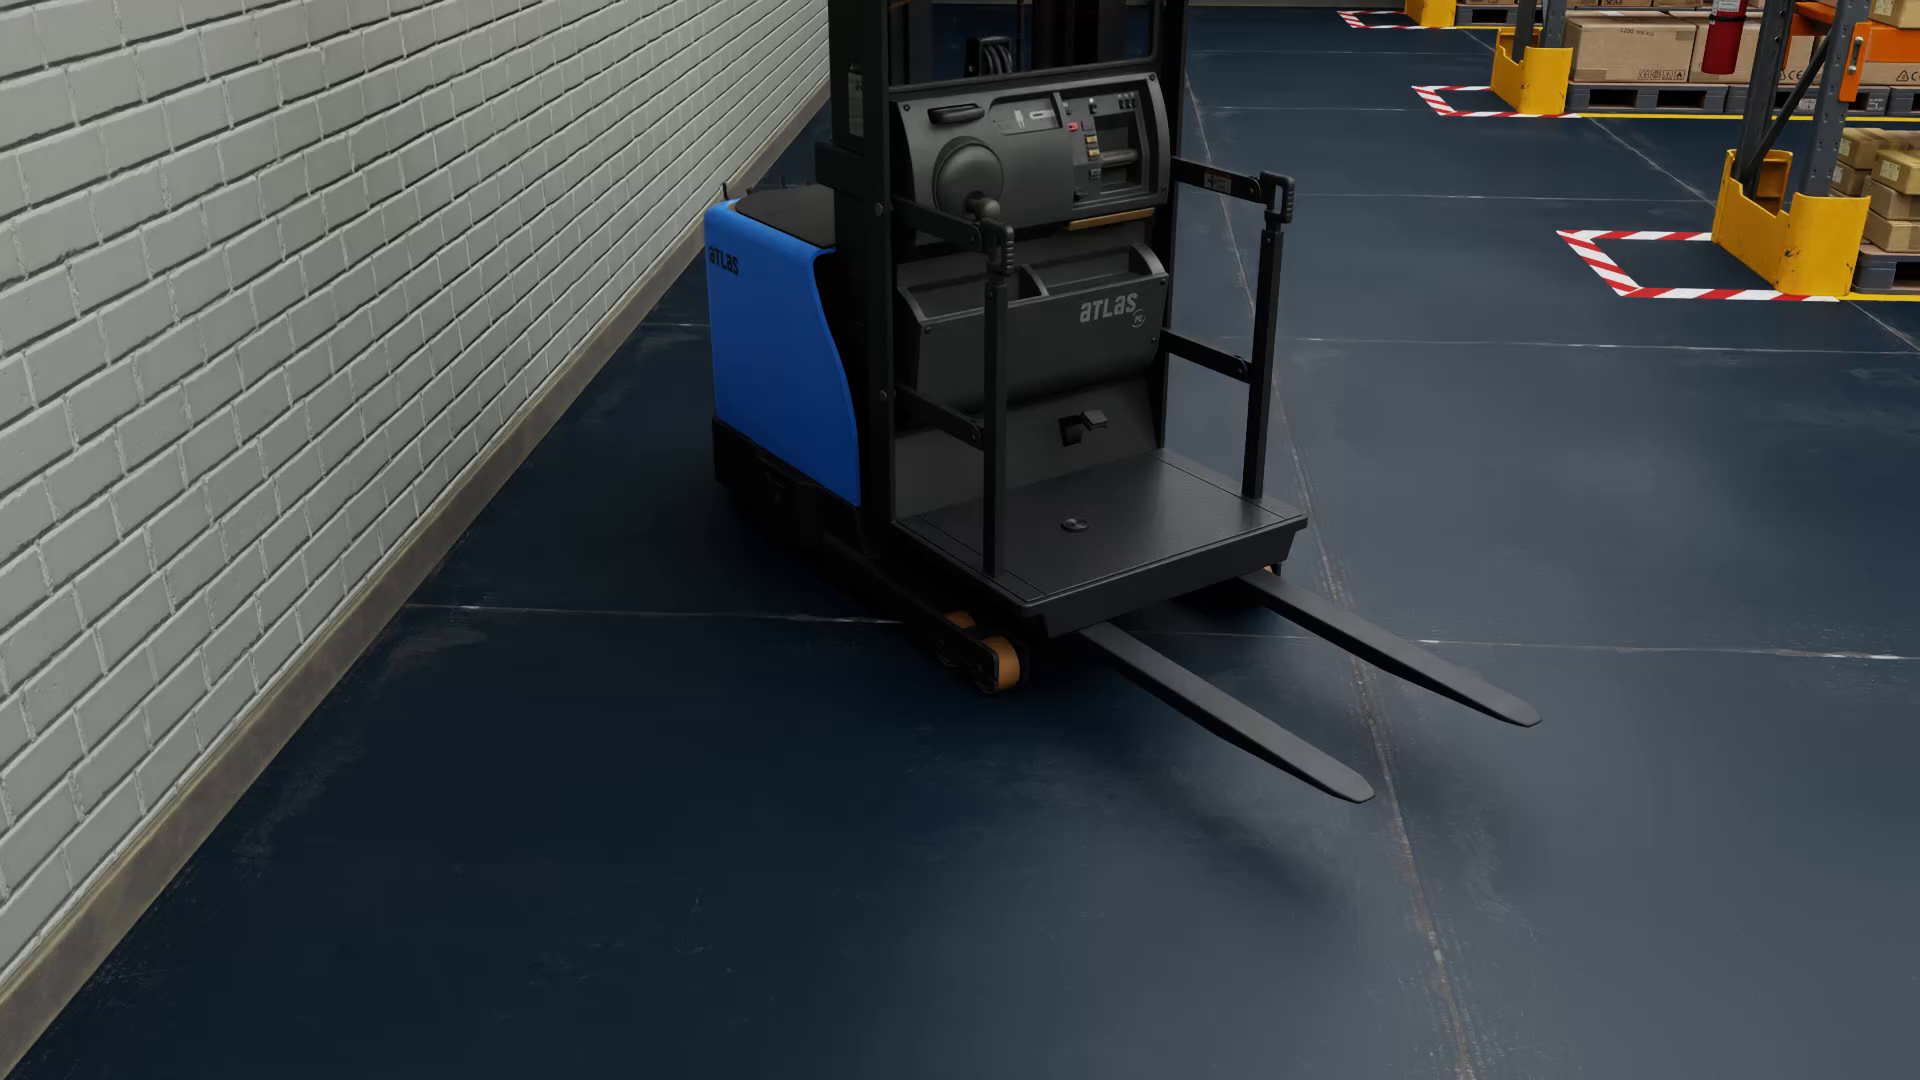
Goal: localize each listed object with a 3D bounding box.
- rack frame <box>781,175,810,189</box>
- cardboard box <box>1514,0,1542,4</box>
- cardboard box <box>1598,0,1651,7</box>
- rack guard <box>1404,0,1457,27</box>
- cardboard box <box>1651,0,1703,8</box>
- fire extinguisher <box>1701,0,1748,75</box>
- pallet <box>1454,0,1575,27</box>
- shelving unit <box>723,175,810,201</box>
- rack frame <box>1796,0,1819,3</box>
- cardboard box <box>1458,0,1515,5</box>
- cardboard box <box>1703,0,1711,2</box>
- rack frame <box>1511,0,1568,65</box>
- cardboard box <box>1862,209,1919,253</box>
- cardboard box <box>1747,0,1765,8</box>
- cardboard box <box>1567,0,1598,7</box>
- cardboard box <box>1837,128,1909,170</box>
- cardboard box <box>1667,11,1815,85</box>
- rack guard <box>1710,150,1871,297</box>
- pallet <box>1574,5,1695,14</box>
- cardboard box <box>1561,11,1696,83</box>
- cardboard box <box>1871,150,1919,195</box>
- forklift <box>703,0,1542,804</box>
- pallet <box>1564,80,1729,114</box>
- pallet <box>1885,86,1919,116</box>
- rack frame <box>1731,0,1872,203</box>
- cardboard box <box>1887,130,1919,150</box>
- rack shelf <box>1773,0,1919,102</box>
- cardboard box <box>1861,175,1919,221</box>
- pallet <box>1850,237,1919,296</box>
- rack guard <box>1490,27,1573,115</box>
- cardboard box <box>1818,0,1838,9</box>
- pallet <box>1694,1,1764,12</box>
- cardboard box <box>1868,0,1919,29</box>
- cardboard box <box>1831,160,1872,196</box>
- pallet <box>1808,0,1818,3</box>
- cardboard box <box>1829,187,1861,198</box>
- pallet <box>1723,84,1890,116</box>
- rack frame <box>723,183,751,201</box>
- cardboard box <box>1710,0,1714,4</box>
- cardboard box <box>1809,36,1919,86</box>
[{"bbox_3d":[-0.588,-0.847,6.319,0.008,1.050,0.200,-16,26,-32],"label":"rack frame"},{"bbox_3d":[6.002,-5.789,17.651,0.250,0.149,0.380,1,25,2],"label":"cardboard box"},{"bbox_3d":[6.950,-5.876,17.420,0.500,0.500,0.500,2,25,5],"label":"cardboard box"},{"bbox_3d":[5.055,-5.844,17.853,0.348,0.500,1.175,2,25,4],"label":"rack guard"},{"bbox_3d":[7.466,-5.902,17.475,0.500,0.500,0.700,1,25,2],"label":"cardboard box"},{"bbox_3d":[4.109,-2.843,8.878,0.183,0.674,0.296,2,25,4],"label":"fire extinguisher"},{"bbox_3d":[5.850,-5.688,17.859,1.213,0.211,1.003,2,25,4],"label":"pallet"},{"bbox_3d":[-0.687,-0.818,6.254,0.252,1.050,0.215,-16,26,-32],"label":"shelving unit"},{"bbox_3d":[8.967,-6.854,17.057,0.127,3.000,1.000,2,25,4],"label":"rack frame"},{"bbox_3d":[5.581,-5.980,17.641,0.637,0.503,0.797,1,25,2],"label":"cardboard box"},{"bbox_3d":[7.894,-5.883,17.856,0.250,0.149,0.380,2,25,3],"label":"cardboard box"},{"bbox_3d":[4.603,-4.913,12.839,0.127,3.000,1.000,2,25,4],"label":"rack frame"},{"bbox_3d":[4.822,-1.592,8.530,0.250,0.149,0.380,2,25,5],"label":"cardboard box"},{"bbox_3d":[8.389,-5.645,17.338,0.250,0.149,0.380,1,25,2],"label":"cardboard box"},{"bbox_3d":[6.431,-5.935,17.547,0.500,0.500,0.700,3,25,6],"label":"cardboard box"},{"bbox_3d":[4.872,-2.102,8.925,0.250,0.149,0.380,2,25,5],"label":"cardboard box"},{"bbox_3d":[6.181,-3.935,13.276,0.875,0.438,0.875,2,25,5],"label":"cardboard box"},{"bbox_3d":[4.400,-1.709,8.866,0.348,0.500,1.175,2,25,4],"label":"rack guard"},{"bbox_3d":[7.063,-5.648,17.771,1.213,0.211,1.003,2,25,4],"label":"pallet"},{"bbox_3d":[5.268,-3.961,13.332,0.875,0.438,0.875,1,25,2],"label":"cardboard box"},{"bbox_3d":[4.821,-1.854,8.388,0.250,0.149,0.380,1,25,2],"label":"cardboard box"},{"bbox_3d":[0.352,-1.116,4.670,1.130,2.935,3.031,-16,29,-31],"label":"forklift"},{"bbox_3d":[5.406,-3.653,13.437,1.213,0.211,1.003,2,25,4],"label":"pallet"},{"bbox_3d":[7.839,-3.575,13.268,1.213,0.211,1.003,2,25,4],"label":"pallet"},{"bbox_3d":[4.324,-2.847,8.349,0.127,3.000,1.000,2,25,4],"label":"rack frame"},{"bbox_3d":[5.118,-2.070,8.856,0.250,0.149,0.380,2,25,5],"label":"cardboard box"},{"bbox_3d":[6.319,-2.456,8.360,4.000,0.370,1.077,2,25,4],"label":"rack shelf"},{"bbox_3d":[4.827,-1.754,8.526,0.250,0.149,0.380,3,25,6],"label":"cardboard box"},{"bbox_3d":[5.207,-1.537,8.838,1.213,0.211,1.003,2,25,4],"label":"pallet"},{"bbox_3d":[4.579,-3.778,13.364,0.348,0.500,1.175,2,25,4],"label":"rack guard"},{"bbox_3d":[4.671,-2.840,8.635,0.250,0.149,0.380,2,25,4],"label":"cardboard box"},{"bbox_3d":[8.282,-5.610,17.689,1.213,0.211,1.003,2,25,4],"label":"pallet"},{"bbox_3d":[4.622,-2.586,8.082,0.250,0.149,0.380,2,25,4],"label":"cardboard box"},{"bbox_3d":[4.872,-1.980,9.016,0.250,0.149,0.380,1,25,3],"label":"cardboard box"},{"bbox_3d":[9.781,-5.577,17.618,1.213,0.211,1.003,2,25,4],"label":"pallet"},{"bbox_3d":[4.865,-1.813,9.009,0.250,0.149,0.380,2,25,5],"label":"cardboard box"},{"bbox_3d":[6.619,-3.613,13.350,1.213,0.211,1.003,2,25,4],"label":"pallet"},{"bbox_3d":[-0.787,-0.788,6.190,0.008,1.050,0.200,-16,26,-32],"label":"rack frame"},{"bbox_3d":[8.033,-5.710,17.339,0.258,0.266,0.396,3,25,6],"label":"cardboard box"},{"bbox_3d":[7.080,-3.905,13.212,0.875,0.438,0.875,1,25,2],"label":"cardboard box"}]
